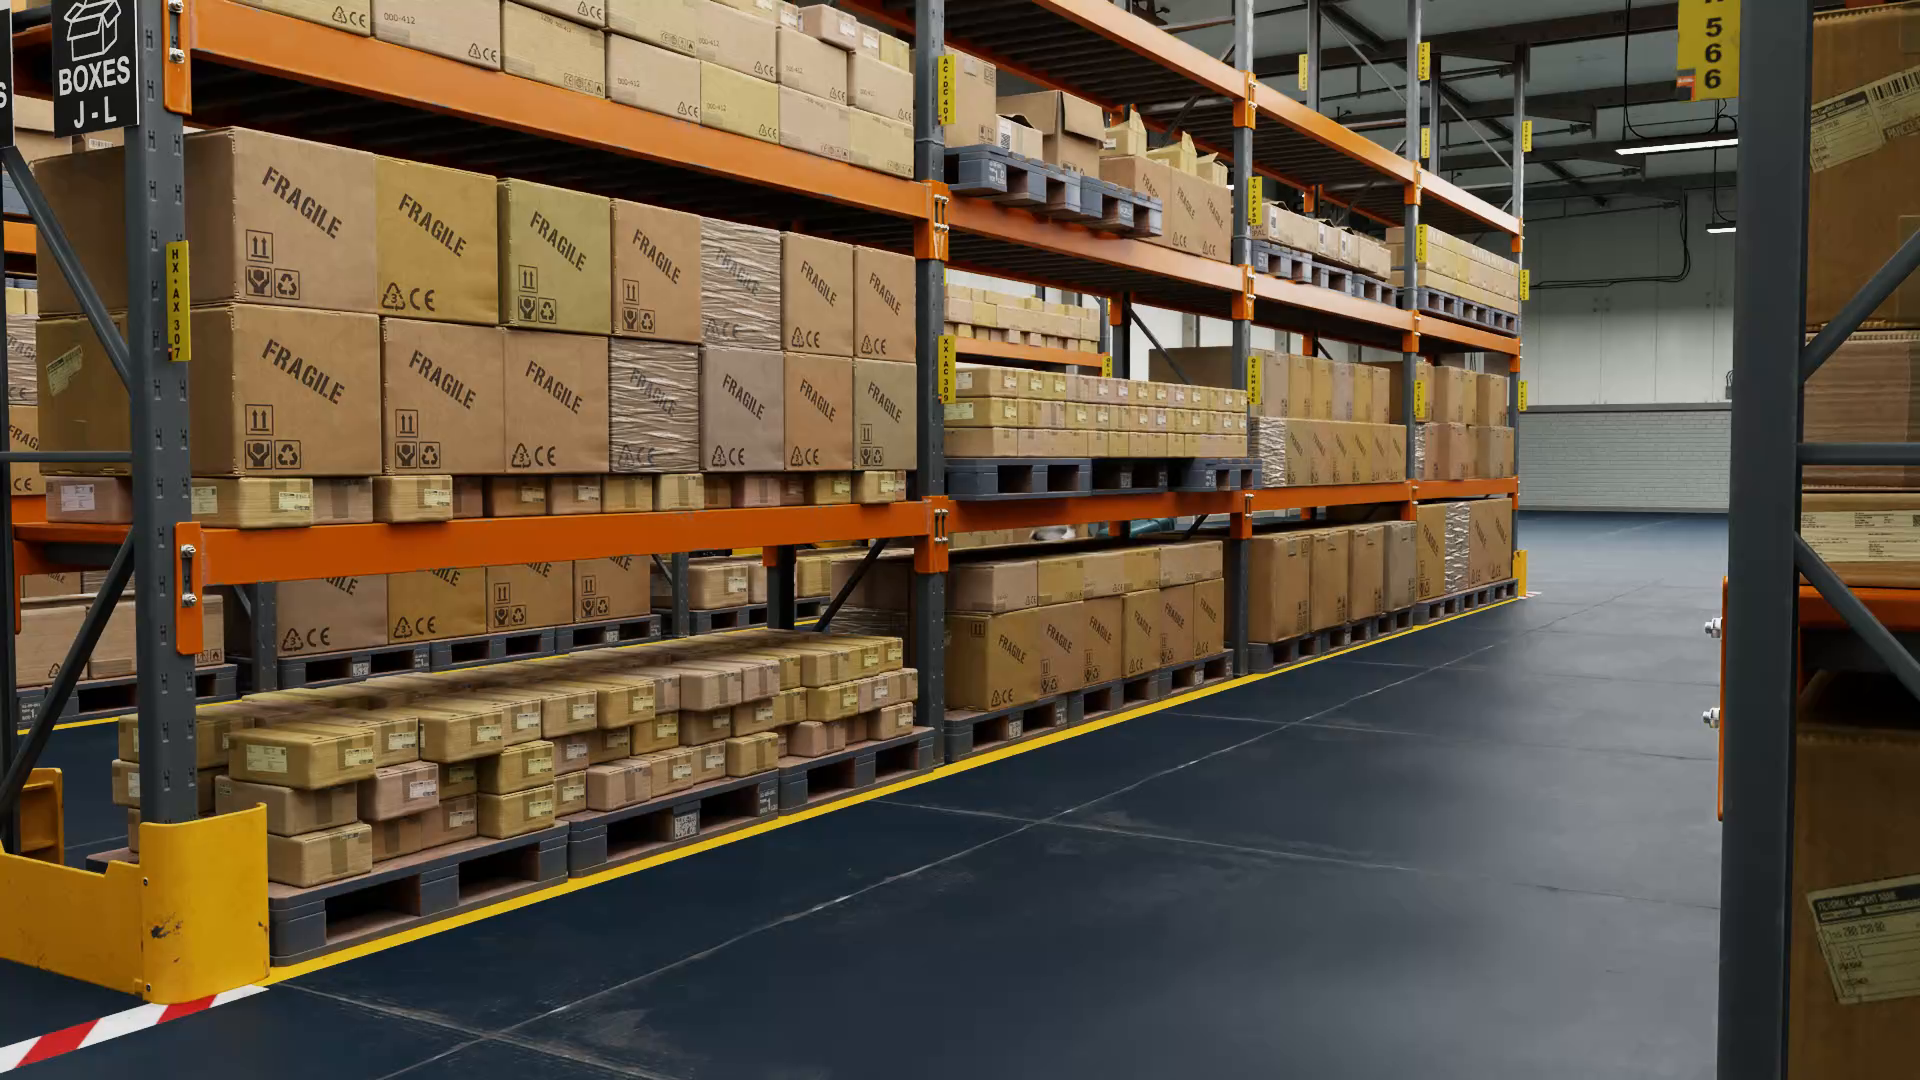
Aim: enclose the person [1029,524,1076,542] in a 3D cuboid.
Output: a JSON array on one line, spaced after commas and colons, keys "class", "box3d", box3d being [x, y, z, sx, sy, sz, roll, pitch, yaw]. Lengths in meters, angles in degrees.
[{"class": "person", "box3d": [0.807, -0.064, 13.940, 0.576, 1.781, 0.566, -1, 3, -24]}]
